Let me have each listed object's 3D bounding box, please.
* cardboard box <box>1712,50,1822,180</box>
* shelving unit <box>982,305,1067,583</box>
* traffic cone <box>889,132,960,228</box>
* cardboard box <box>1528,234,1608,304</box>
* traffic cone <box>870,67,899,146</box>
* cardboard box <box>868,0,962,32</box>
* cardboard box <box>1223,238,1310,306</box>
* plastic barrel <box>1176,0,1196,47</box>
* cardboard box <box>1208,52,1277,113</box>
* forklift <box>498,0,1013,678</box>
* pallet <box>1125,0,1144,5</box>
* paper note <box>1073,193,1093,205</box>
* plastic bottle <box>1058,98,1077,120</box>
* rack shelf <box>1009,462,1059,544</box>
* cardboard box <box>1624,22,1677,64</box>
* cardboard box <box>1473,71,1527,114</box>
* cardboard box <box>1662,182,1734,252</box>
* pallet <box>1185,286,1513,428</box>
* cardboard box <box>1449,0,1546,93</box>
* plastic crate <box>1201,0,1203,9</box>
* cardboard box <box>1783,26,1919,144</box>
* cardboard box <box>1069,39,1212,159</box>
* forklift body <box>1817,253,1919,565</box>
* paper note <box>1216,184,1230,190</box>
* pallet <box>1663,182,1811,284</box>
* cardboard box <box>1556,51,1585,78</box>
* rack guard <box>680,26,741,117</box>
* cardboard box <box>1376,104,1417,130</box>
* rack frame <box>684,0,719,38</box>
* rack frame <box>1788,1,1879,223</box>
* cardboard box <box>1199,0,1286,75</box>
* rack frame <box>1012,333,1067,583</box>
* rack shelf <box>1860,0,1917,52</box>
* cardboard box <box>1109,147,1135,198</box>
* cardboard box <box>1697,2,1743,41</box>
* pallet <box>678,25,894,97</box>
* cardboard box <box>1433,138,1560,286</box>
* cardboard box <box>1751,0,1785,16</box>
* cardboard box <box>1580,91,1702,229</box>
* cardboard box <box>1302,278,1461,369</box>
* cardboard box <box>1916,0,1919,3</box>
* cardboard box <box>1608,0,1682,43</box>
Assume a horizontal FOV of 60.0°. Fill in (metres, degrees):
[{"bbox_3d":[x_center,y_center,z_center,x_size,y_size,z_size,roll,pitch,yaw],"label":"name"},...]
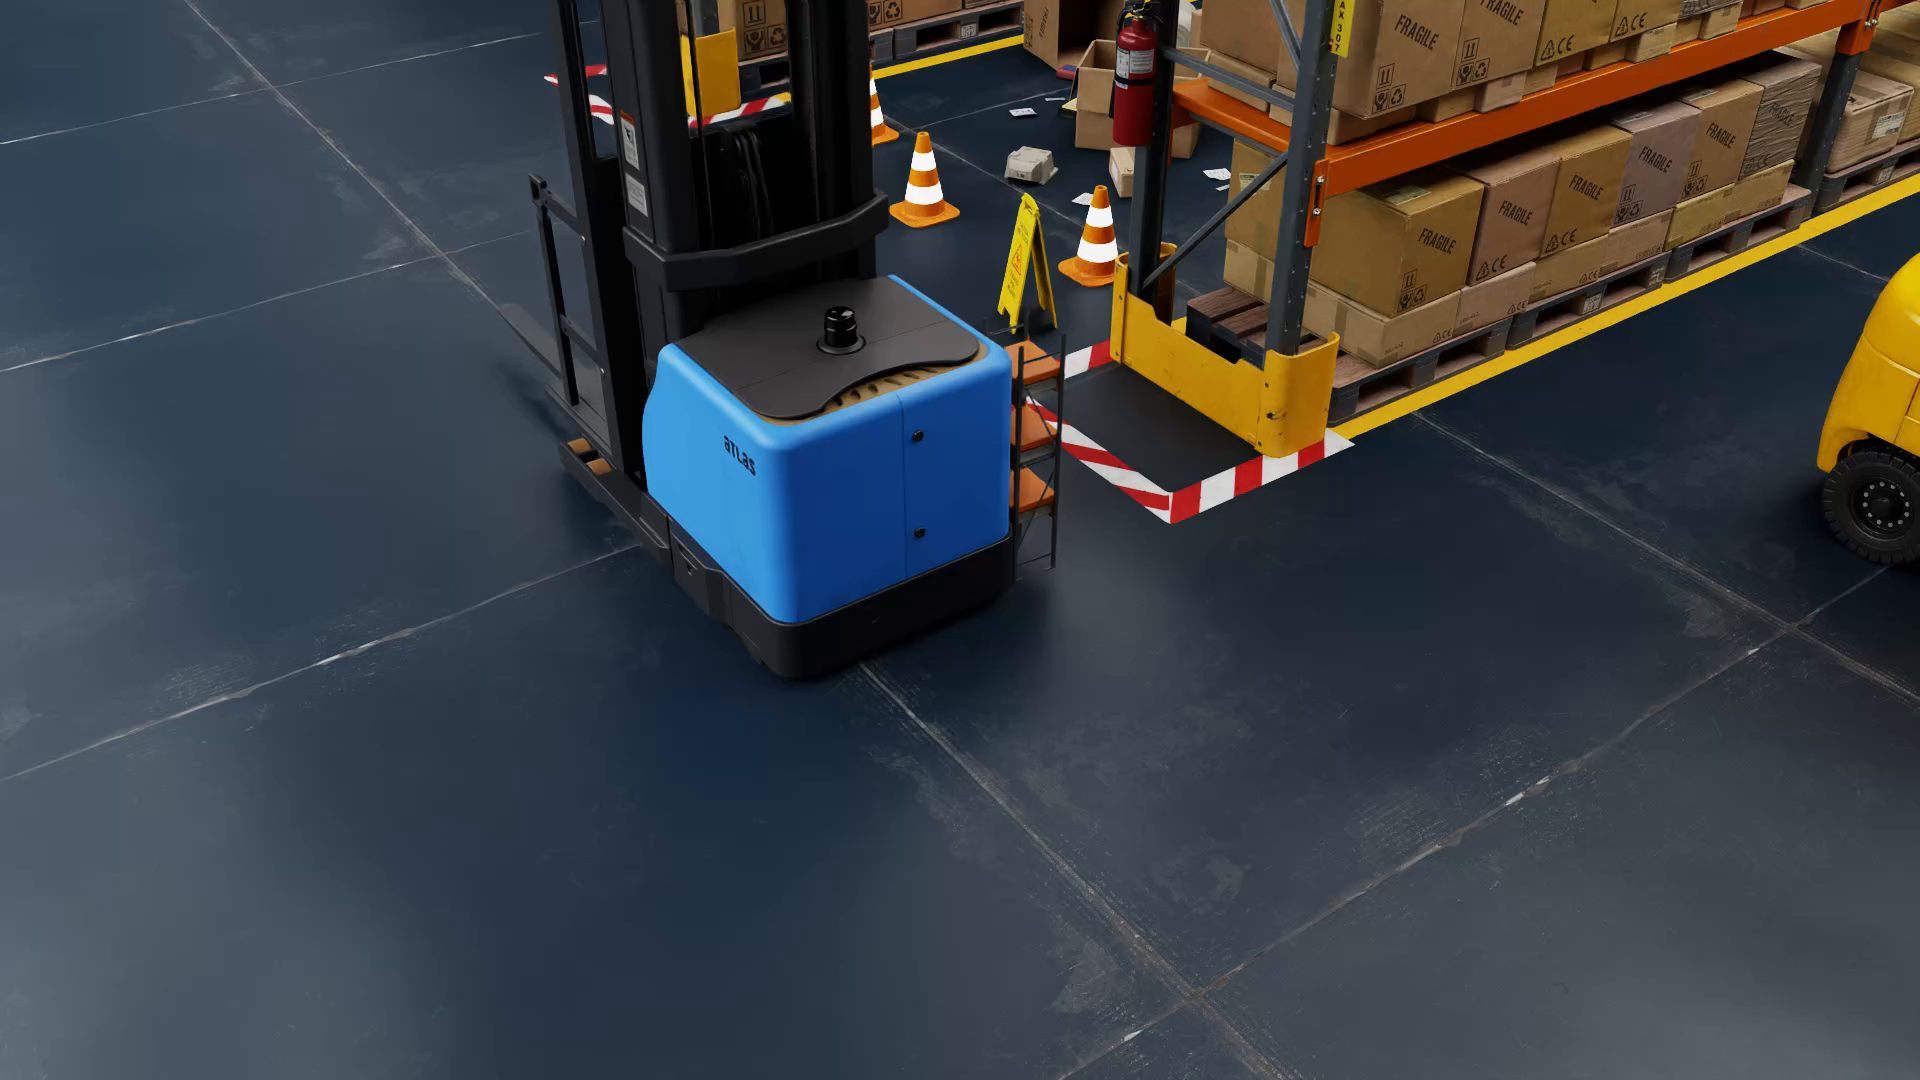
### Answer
[{"bbox_3d":[4.048,-2.248,8.659,0.500,0.500,0.500,-23,42,-28],"label":"cardboard box"},{"bbox_3d":[0.230,-0.350,6.336,0.215,1.050,0.252,-19,40,-25],"label":"shelving unit"},{"bbox_3d":[-0.201,-2.016,9.157,0.334,0.463,0.336,-22,41,-28],"label":"traffic cone"},{"bbox_3d":[2.787,-1.422,8.153,0.500,0.250,0.500,-20,40,-25],"label":"cardboard box"},{"bbox_3d":[-0.574,-2.670,10.066,0.334,0.463,0.336,-22,41,-28],"label":"traffic cone"},{"bbox_3d":[-0.592,-4.064,11.291,0.875,0.875,0.875,-23,42,-29],"label":"cardboard box"},{"bbox_3d":[1.633,-1.333,8.030,0.500,0.250,0.500,-23,41,-28],"label":"cardboard box"},{"bbox_3d":[1.400,-3.385,11.094,0.421,0.421,0.512,3,36,4],"label":"plastic barrel"},{"bbox_3d":[1.290,-1.997,7.172,0.250,0.149,0.380,-21,41,-26],"label":"cardboard box"},{"bbox_3d":[-1.057,-1.512,6.342,1.130,2.935,3.031,-22,41,-28],"label":"forklift"},{"bbox_3d":[0.777,-4.194,12.401,1.213,0.211,1.003,-22,41,-28],"label":"pallet"},{"bbox_3d":[0.734,-1.933,9.412,0.148,0.019,0.142,22,41,28],"label":"paper note"},{"bbox_3d":[0.745,-2.735,10.500,0.133,0.061,0.283,22,41,28],"label":"plastic bottle"},{"bbox_3d":[0.228,-0.116,6.505,0.215,0.259,0.240,-19,40,-25],"label":"rack shelf"},{"bbox_3d":[3.046,-2.342,7.652,0.250,0.149,0.380,-22,41,-28],"label":"cardboard box"},{"bbox_3d":[2.200,-1.990,7.163,0.250,0.149,0.380,-22,41,-27],"label":"cardboard box"},{"bbox_3d":[3.619,-1.759,8.622,0.500,0.250,0.500,-24,42,-29],"label":"cardboard box"},{"bbox_3d":[1.854,-1.021,7.988,1.213,0.211,1.003,-22,41,-28],"label":"pallet"},{"bbox_3d":[2.076,-2.235,6.948,0.500,0.500,0.500,-21,41,-27],"label":"cardboard box"},{"bbox_3d":[2.056,-3.743,11.744,0.662,0.188,0.450,-3,26,-4],"label":"plastic crate"},{"bbox_3d":[5.390,-2.741,9.883,0.625,0.372,0.950,-20,40,-25],"label":"cardboard box"},{"bbox_3d":[1.085,-2.656,10.012,0.797,0.503,0.637,9,37,12],"label":"cardboard box"},{"bbox_3d":[4.469,-0.667,5.835,1.214,2.155,2.313,-22,41,-28],"label":"forklift body"},{"bbox_3d":[1.530,-2.031,9.565,0.123,0.001,0.032,-22,41,-28],"label":"paper note"},{"bbox_3d":[3.849,-1.841,9.129,1.213,0.211,1.003,-22,41,-28],"label":"pallet"},{"bbox_3d":[2.574,-2.210,7.470,0.250,0.149,0.380,-21,41,-26],"label":"cardboard box"},{"bbox_3d":[-1.846,-3.176,10.738,0.348,0.500,1.175,-22,41,-28],"label":"rack guard"},{"bbox_3d":[1.703,-1.876,7.004,0.250,0.149,0.380,-22,41,-27],"label":"cardboard box"},{"bbox_3d":[-1.826,-4.199,10.020,0.127,3.000,1.000,-22,41,-28],"label":"rack frame"},{"bbox_3d":[4.377,-3.216,8.653,0.127,3.000,1.000,-22,41,-28],"label":"rack frame"},{"bbox_3d":[1.393,-2.346,7.103,0.500,0.500,0.500,-23,42,-29],"label":"cardboard box"},{"bbox_3d":[0.293,-0.289,6.252,0.200,1.050,0.008,-19,40,-25],"label":"rack frame"},{"bbox_3d":[6.012,-3.597,9.798,4.000,0.370,1.077,-22,41,-28],"label":"rack shelf"},{"bbox_3d":[1.015,-2.118,9.568,0.250,0.149,0.380,-3,36,-4],"label":"cardboard box"},{"bbox_3d":[3.462,-2.517,7.896,0.250,0.149,0.380,-23,42,-29],"label":"cardboard box"},{"bbox_3d":[-1.218,-3.373,11.260,1.213,0.211,1.003,-22,41,-28],"label":"pallet"},{"bbox_3d":[2.370,-1.555,7.696,0.500,0.500,0.500,-24,42,-29],"label":"cardboard box"},{"bbox_3d":[3.832,-2.723,8.182,0.250,0.149,0.380,-22,41,-28],"label":"cardboard box"},{"bbox_3d":[3.217,-1.904,8.181,0.500,0.500,0.500,-20,40,-26],"label":"cardboard box"},{"bbox_3d":[1.926,-1.064,7.656,0.500,0.250,0.500,-23,42,-28],"label":"cardboard box"},{"bbox_3d":[6.581,-3.228,10.560,0.625,0.372,0.950,-23,42,-29],"label":"cardboard box"},{"bbox_3d":[2.903,-2.582,7.430,0.500,0.500,0.500,-23,42,-29],"label":"cardboard box"}]
